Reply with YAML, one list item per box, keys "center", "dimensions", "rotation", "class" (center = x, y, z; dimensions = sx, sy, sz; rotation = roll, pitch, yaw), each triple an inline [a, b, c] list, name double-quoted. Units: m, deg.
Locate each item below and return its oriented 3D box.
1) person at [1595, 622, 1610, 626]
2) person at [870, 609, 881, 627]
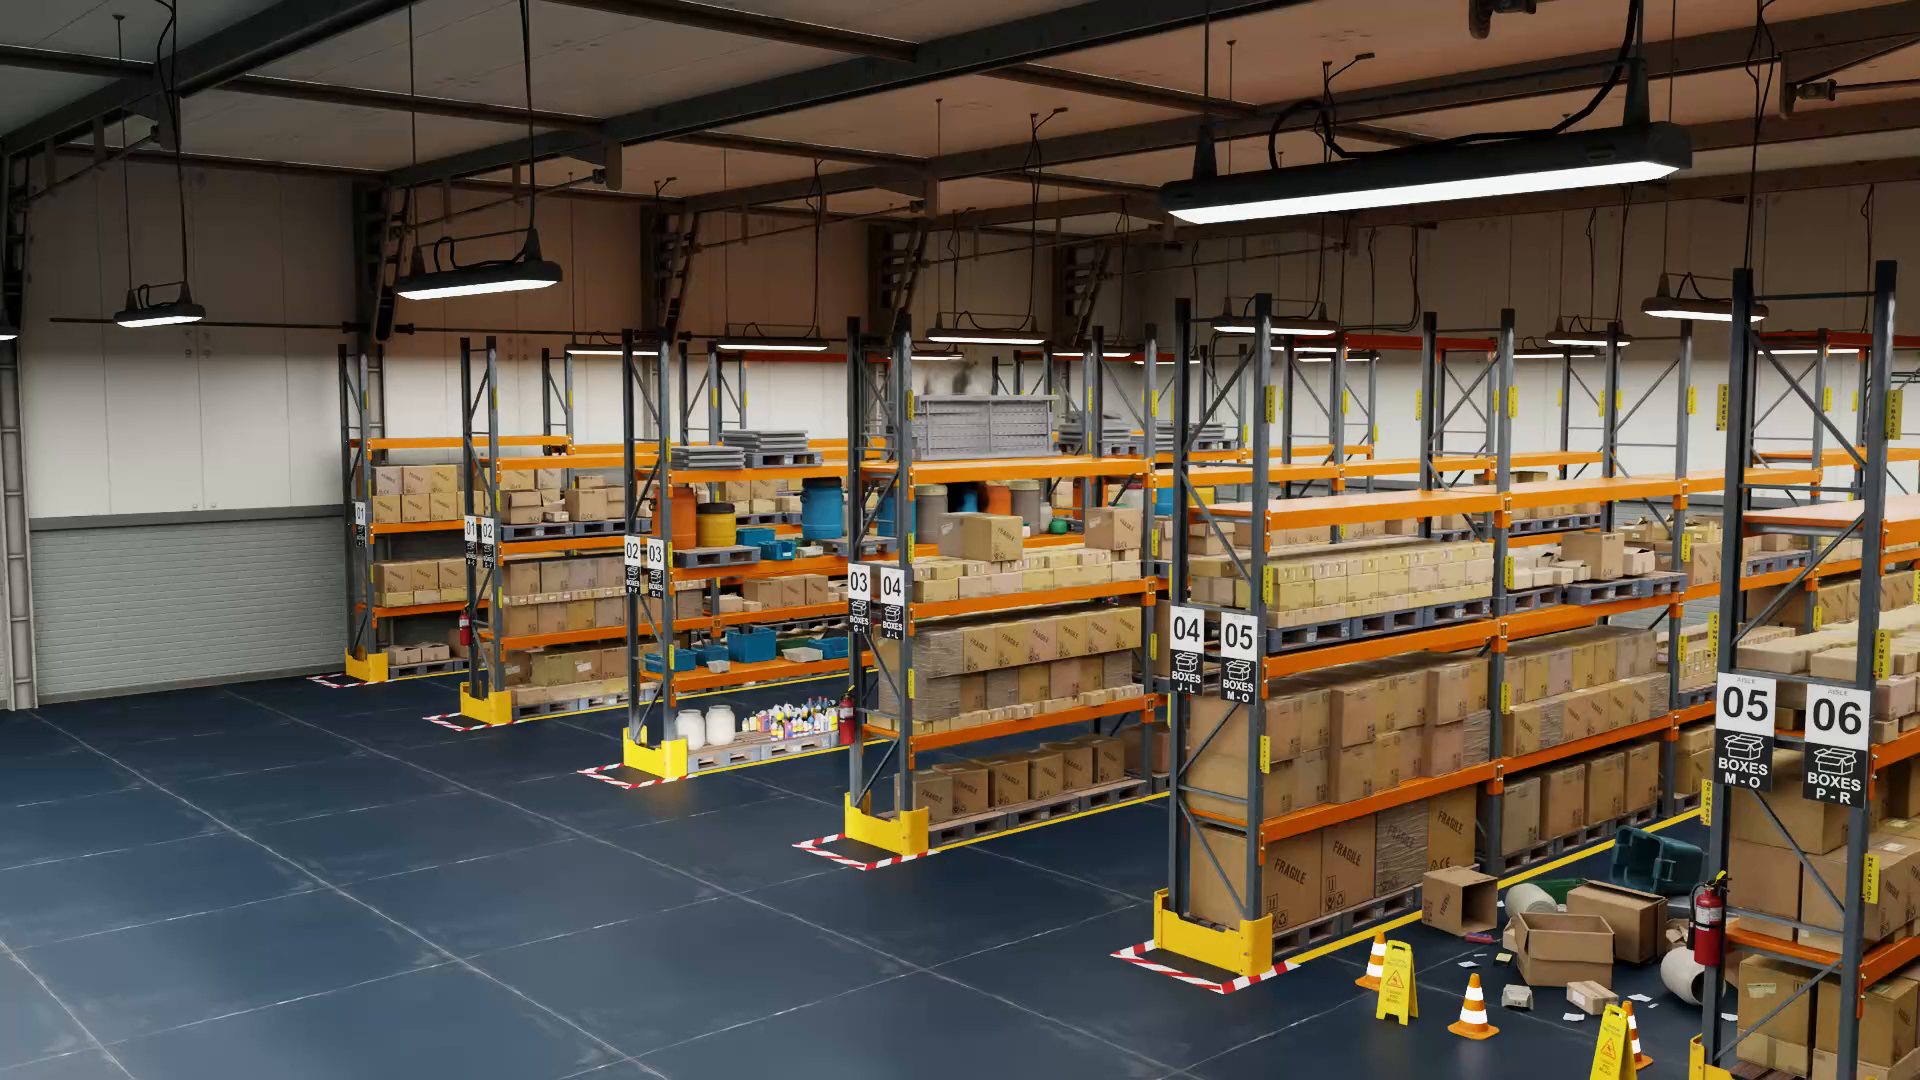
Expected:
- center: [10.469, 2.014, 26.482]
  dimensions: [1.121, 1.604, 0.695]
  rotation: [-3, 6, -30]
  class: "person"
- center: [-1.681, 1.402, 33.553]
  dimensions: [0.730, 1.581, 0.572]
  rotation: [-5, 7, -42]
  class: "person"
